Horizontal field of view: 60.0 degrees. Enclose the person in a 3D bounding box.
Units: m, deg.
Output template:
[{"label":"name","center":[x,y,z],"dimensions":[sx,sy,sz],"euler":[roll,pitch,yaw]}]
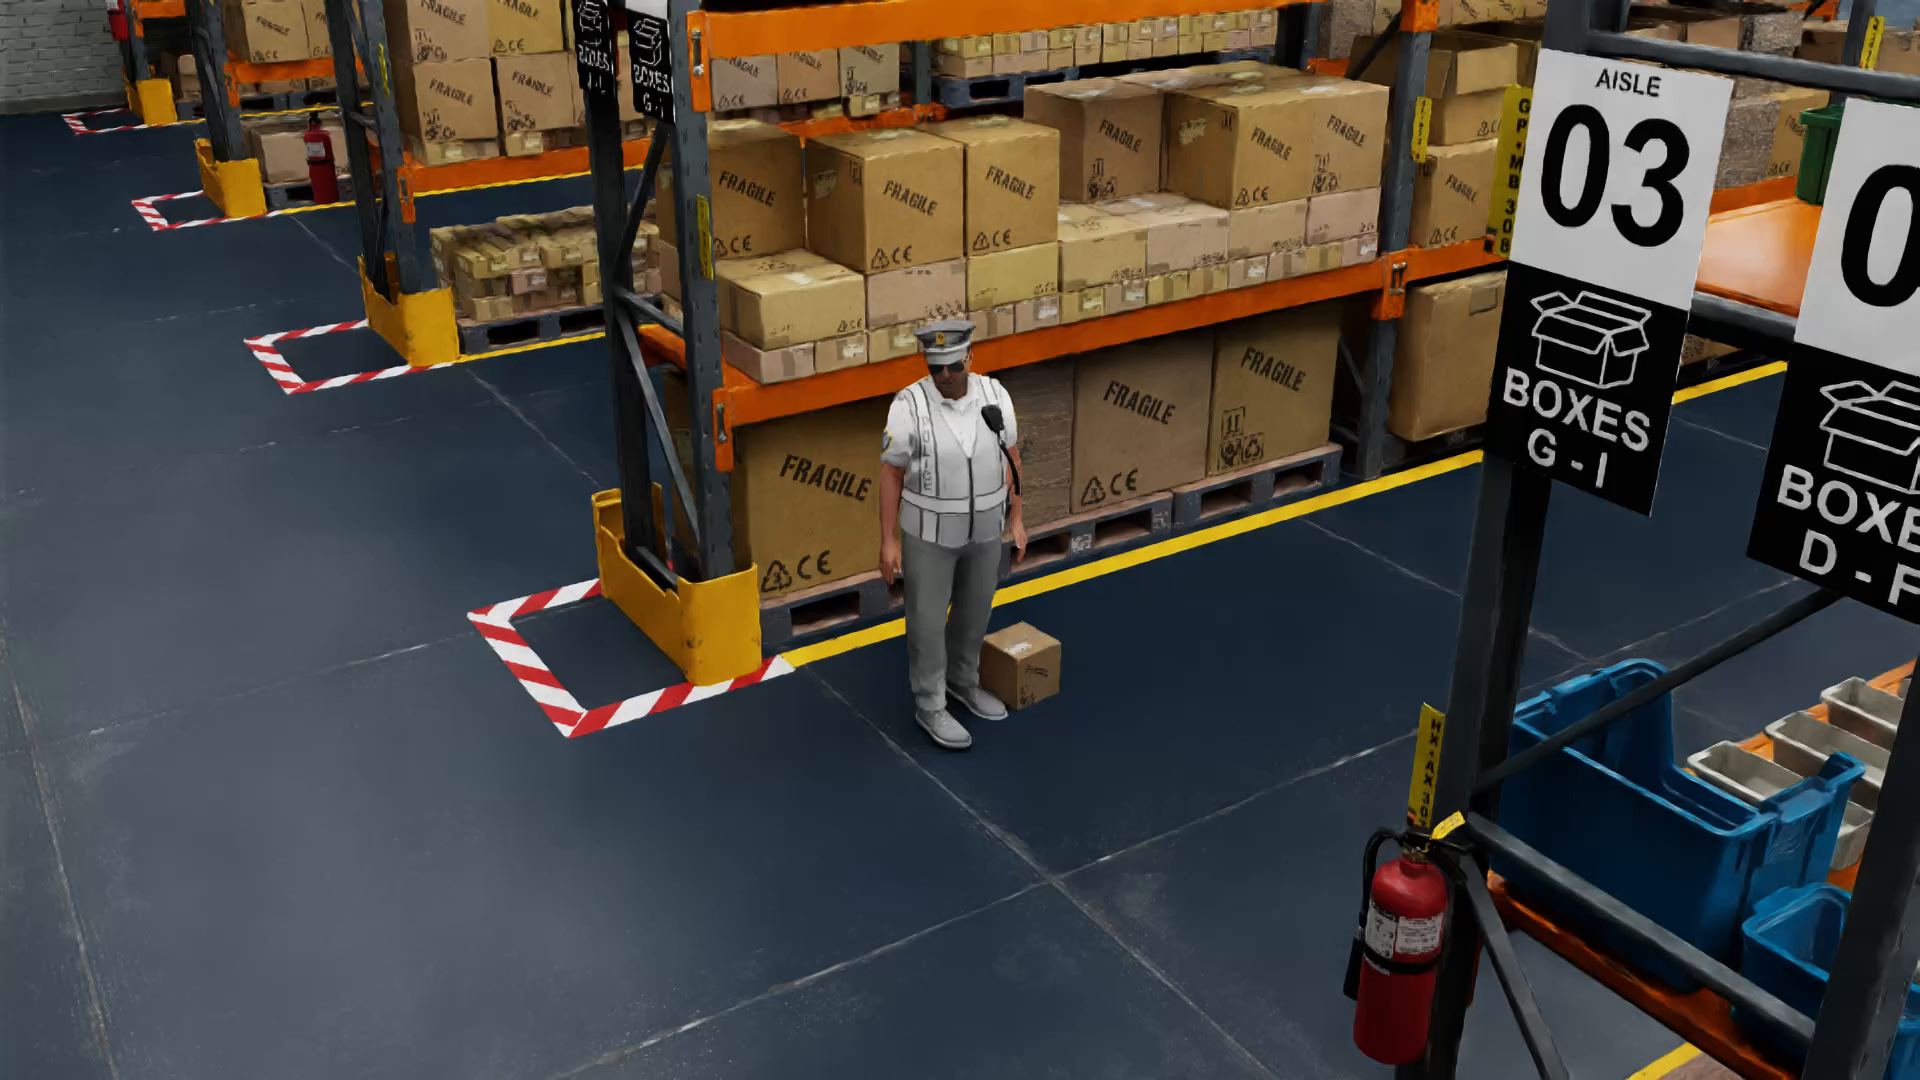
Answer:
[{"label":"person","center":[-0.032,-0.023,6.646],"dimensions":[0.619,1.780,0.480],"euler":[-10,27,-21]}]
